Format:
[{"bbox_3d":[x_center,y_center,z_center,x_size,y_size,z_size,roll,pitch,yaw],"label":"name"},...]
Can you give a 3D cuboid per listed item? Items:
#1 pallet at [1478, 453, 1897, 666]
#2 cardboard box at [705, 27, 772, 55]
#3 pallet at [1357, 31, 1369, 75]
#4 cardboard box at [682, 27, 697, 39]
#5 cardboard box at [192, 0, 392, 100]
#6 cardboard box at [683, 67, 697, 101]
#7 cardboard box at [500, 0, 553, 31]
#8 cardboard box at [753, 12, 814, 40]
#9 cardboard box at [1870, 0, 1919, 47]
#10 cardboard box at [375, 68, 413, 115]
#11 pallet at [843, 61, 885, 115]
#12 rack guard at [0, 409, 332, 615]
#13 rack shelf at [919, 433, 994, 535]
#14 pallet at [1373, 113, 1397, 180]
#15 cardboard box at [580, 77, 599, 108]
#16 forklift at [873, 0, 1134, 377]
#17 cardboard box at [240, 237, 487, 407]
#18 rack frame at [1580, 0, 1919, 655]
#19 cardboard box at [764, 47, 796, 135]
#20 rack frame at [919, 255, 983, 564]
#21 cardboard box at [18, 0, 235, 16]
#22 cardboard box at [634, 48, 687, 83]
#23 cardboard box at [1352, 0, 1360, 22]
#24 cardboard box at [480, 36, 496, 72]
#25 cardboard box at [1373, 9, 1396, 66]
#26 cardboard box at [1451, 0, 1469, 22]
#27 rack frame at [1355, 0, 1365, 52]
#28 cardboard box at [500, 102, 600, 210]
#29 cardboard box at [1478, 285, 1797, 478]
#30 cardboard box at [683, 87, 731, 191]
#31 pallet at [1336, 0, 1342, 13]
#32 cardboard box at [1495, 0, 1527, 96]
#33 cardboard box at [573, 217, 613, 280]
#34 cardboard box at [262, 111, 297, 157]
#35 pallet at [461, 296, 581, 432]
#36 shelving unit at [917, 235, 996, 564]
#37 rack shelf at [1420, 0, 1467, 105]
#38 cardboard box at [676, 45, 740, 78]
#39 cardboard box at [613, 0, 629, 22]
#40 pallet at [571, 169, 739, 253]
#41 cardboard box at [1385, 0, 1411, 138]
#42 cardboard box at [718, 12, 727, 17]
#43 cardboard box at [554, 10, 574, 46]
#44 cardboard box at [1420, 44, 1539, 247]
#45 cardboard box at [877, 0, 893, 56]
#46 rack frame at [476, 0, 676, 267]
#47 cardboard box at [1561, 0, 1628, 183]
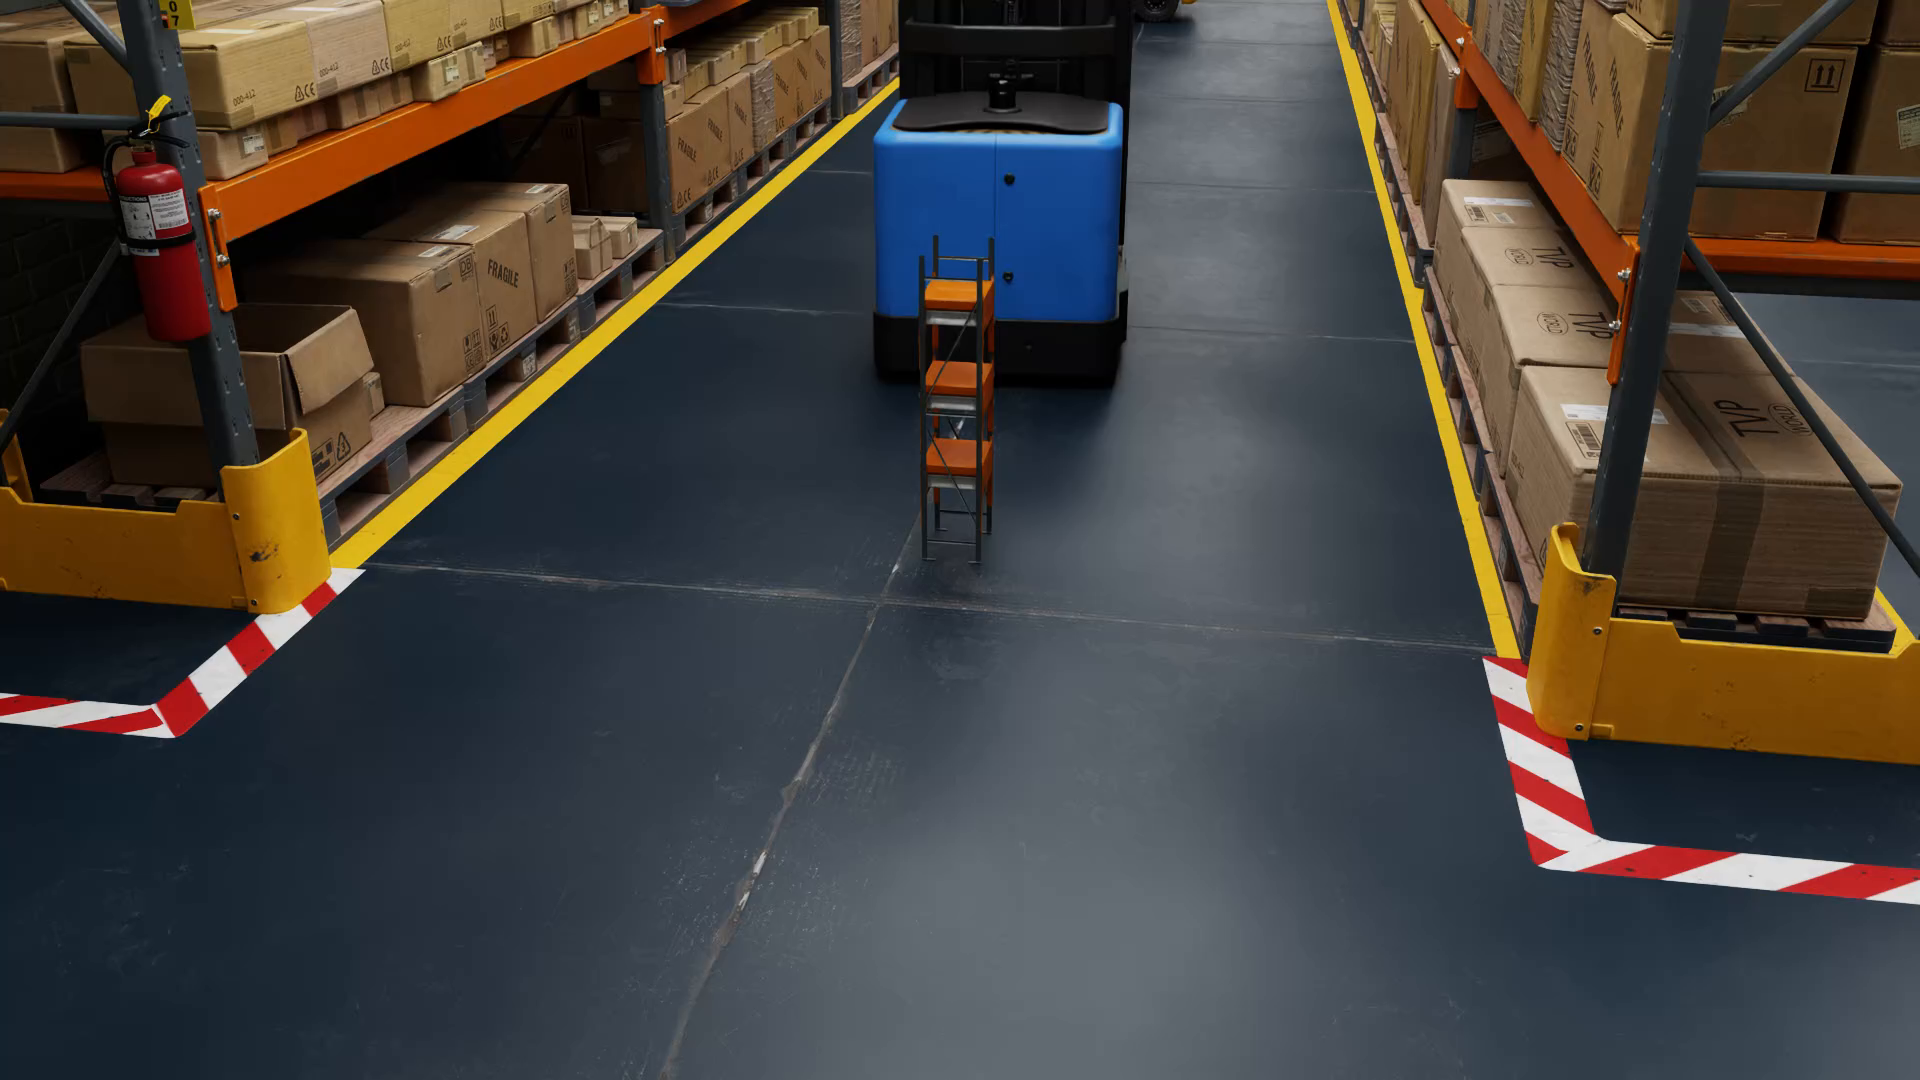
[{"bbox_3d":[2.264,0.066,5.360,1.003,0.211,1.213,4,25,9],"label":"pallet"},{"bbox_3d":[-1.439,-3.238,10.817,0.380,0.149,0.250,4,25,8],"label":"cardboard box"},{"bbox_3d":[4.046,-4.287,14.660,1.003,0.211,1.213,4,25,9],"label":"pallet"},{"bbox_3d":[-1.935,-3.262,10.869,0.380,0.149,0.250,3,25,7],"label":"cardboard box"},{"bbox_3d":[-2.265,-1.648,5.559,0.500,0.250,0.500,4,25,9],"label":"cardboard box"},{"bbox_3d":[-1.712,-2.585,9.423,0.380,0.149,0.250,3,25,6],"label":"cardboard box"},{"bbox_3d":[-2.038,-2.291,6.932,0.500,0.250,0.500,4,25,8],"label":"cardboard box"},{"bbox_3d":[-1.224,-3.557,11.498,0.380,0.149,0.250,3,25,6],"label":"cardboard box"},{"bbox_3d":[2.570,-1.536,4.196,0.500,0.500,0.500,3,25,7],"label":"cardboard box"},{"bbox_3d":[-2.218,-1.639,6.009,0.380,0.149,0.250,4,25,9],"label":"cardboard box"},{"bbox_3d":[-1.206,-3.624,13.243,1.003,0.211,1.213,4,25,9],"label":"pallet"},{"bbox_3d":[-2.675,-0.099,5.372,1.175,0.500,0.348,4,25,9],"label":"rack guard"},{"bbox_3d":[-0.009,-0.192,5.602,0.215,0.259,0.240,4,25,9],"label":"rack shelf"},{"bbox_3d":[3.315,-2.615,11.089,1.003,0.211,1.213,4,25,9],"label":"pallet"},{"bbox_3d":[-2.220,-2.509,9.259,0.380,0.149,0.250,4,25,9],"label":"cardboard box"},{"bbox_3d":[0.281,-2.611,7.871,1.130,2.935,3.031,2,25,5],"label":"forklift"},{"bbox_3d":[-2.315,-0.862,6.505,0.700,0.500,0.500,5,26,11],"label":"cardboard box"},{"bbox_3d":[2.211,-0.857,4.043,1.000,3.000,0.127,4,25,9],"label":"rack frame"},{"bbox_3d":[-1.412,-2.984,11.040,0.500,0.500,0.500,5,26,11],"label":"cardboard box"},{"bbox_3d":[-0.029,-0.402,5.371,0.200,1.050,0.008,4,25,9],"label":"rack frame"},{"bbox_3d":[-2.788,-1.693,5.654,0.500,0.250,0.500,4,25,9],"label":"cardboard box"},{"bbox_3d":[-1.717,-2.602,9.109,0.380,0.149,0.250,3,25,6],"label":"cardboard box"},{"bbox_3d":[4.003,-5.087,15.827,0.500,0.250,0.500,5,26,11],"label":"cardboard box"},{"bbox_3d":[-2.106,-1.964,6.703,0.380,0.149,0.250,4,25,8],"label":"cardboard box"},{"bbox_3d":[3.862,-4.065,13.499,0.950,0.372,0.625,5,26,10],"label":"cardboard box"},{"bbox_3d":[2.689,-2.667,8.087,0.500,0.250,0.500,3,25,7],"label":"cardboard box"},{"bbox_3d":[4.172,-5.876,14.765,1.000,3.000,0.127,4,25,9],"label":"rack frame"},{"bbox_3d":[-2.245,-2.156,9.271,0.500,0.500,0.500,4,25,8],"label":"cardboard box"},{"bbox_3d":[2.361,-0.553,5.920,0.875,0.438,0.875,5,25,10],"label":"cardboard box"},{"bbox_3d":[-1.655,-2.340,9.665,0.500,0.500,0.500,4,25,8],"label":"cardboard box"},{"bbox_3d":[4.645,-5.917,18.141,1.003,0.211,1.213,4,25,9],"label":"pallet"},{"bbox_3d":[2.355,-1.979,6.323,0.500,0.500,0.500,4,25,9],"label":"cardboard box"},{"bbox_3d":[-1.893,-1.422,7.978,0.396,0.266,0.258,5,26,10],"label":"cardboard box"},{"bbox_3d":[-2.367,-1.314,5.314,0.380,0.149,0.250,5,25,10],"label":"cardboard box"},{"bbox_3d":[-2.343,-0.810,7.233,1.003,0.211,1.213,4,25,9],"label":"pallet"},{"bbox_3d":[-0.009,-0.453,5.480,0.215,1.050,0.252,4,25,9],"label":"shelving unit"},{"bbox_3d":[3.191,-3.041,9.556,1.077,0.370,4.000,4,25,9],"label":"rack shelf"},{"bbox_3d":[-1.561,-2.906,10.109,0.380,0.149,0.250,5,26,10],"label":"cardboard box"},{"bbox_3d":[-1.836,-2.608,8.079,0.380,0.149,0.250,4,25,9],"label":"cardboard box"},{"bbox_3d":[-1.938,-1.952,9.672,1.003,0.211,1.213,4,25,9],"label":"pallet"},{"bbox_3d":[3.323,-3.148,10.947,0.875,0.875,0.875,4,25,8],"label":"cardboard box"},{"bbox_3d":[-1.842,-3.591,11.572,0.380,0.149,0.250,5,26,10],"label":"cardboard box"},{"bbox_3d":[-1.946,-2.279,7.377,0.380,0.149,0.250,5,25,10],"label":"cardboard box"},{"bbox_3d":[2.887,-2.023,8.544,0.875,0.875,0.875,5,26,10],"label":"cardboard box"},{"bbox_3d":[-1.055,-4.475,14.078,0.875,0.625,0.625,3,25,6],"label":"cardboard box"},{"bbox_3d":[-2.033,-2.872,8.348,1.000,3.000,0.127,4,25,9],"label":"rack frame"},{"bbox_3d":[2.125,-1.331,4.938,0.500,0.500,0.500,3,25,7],"label":"cardboard box"}]
